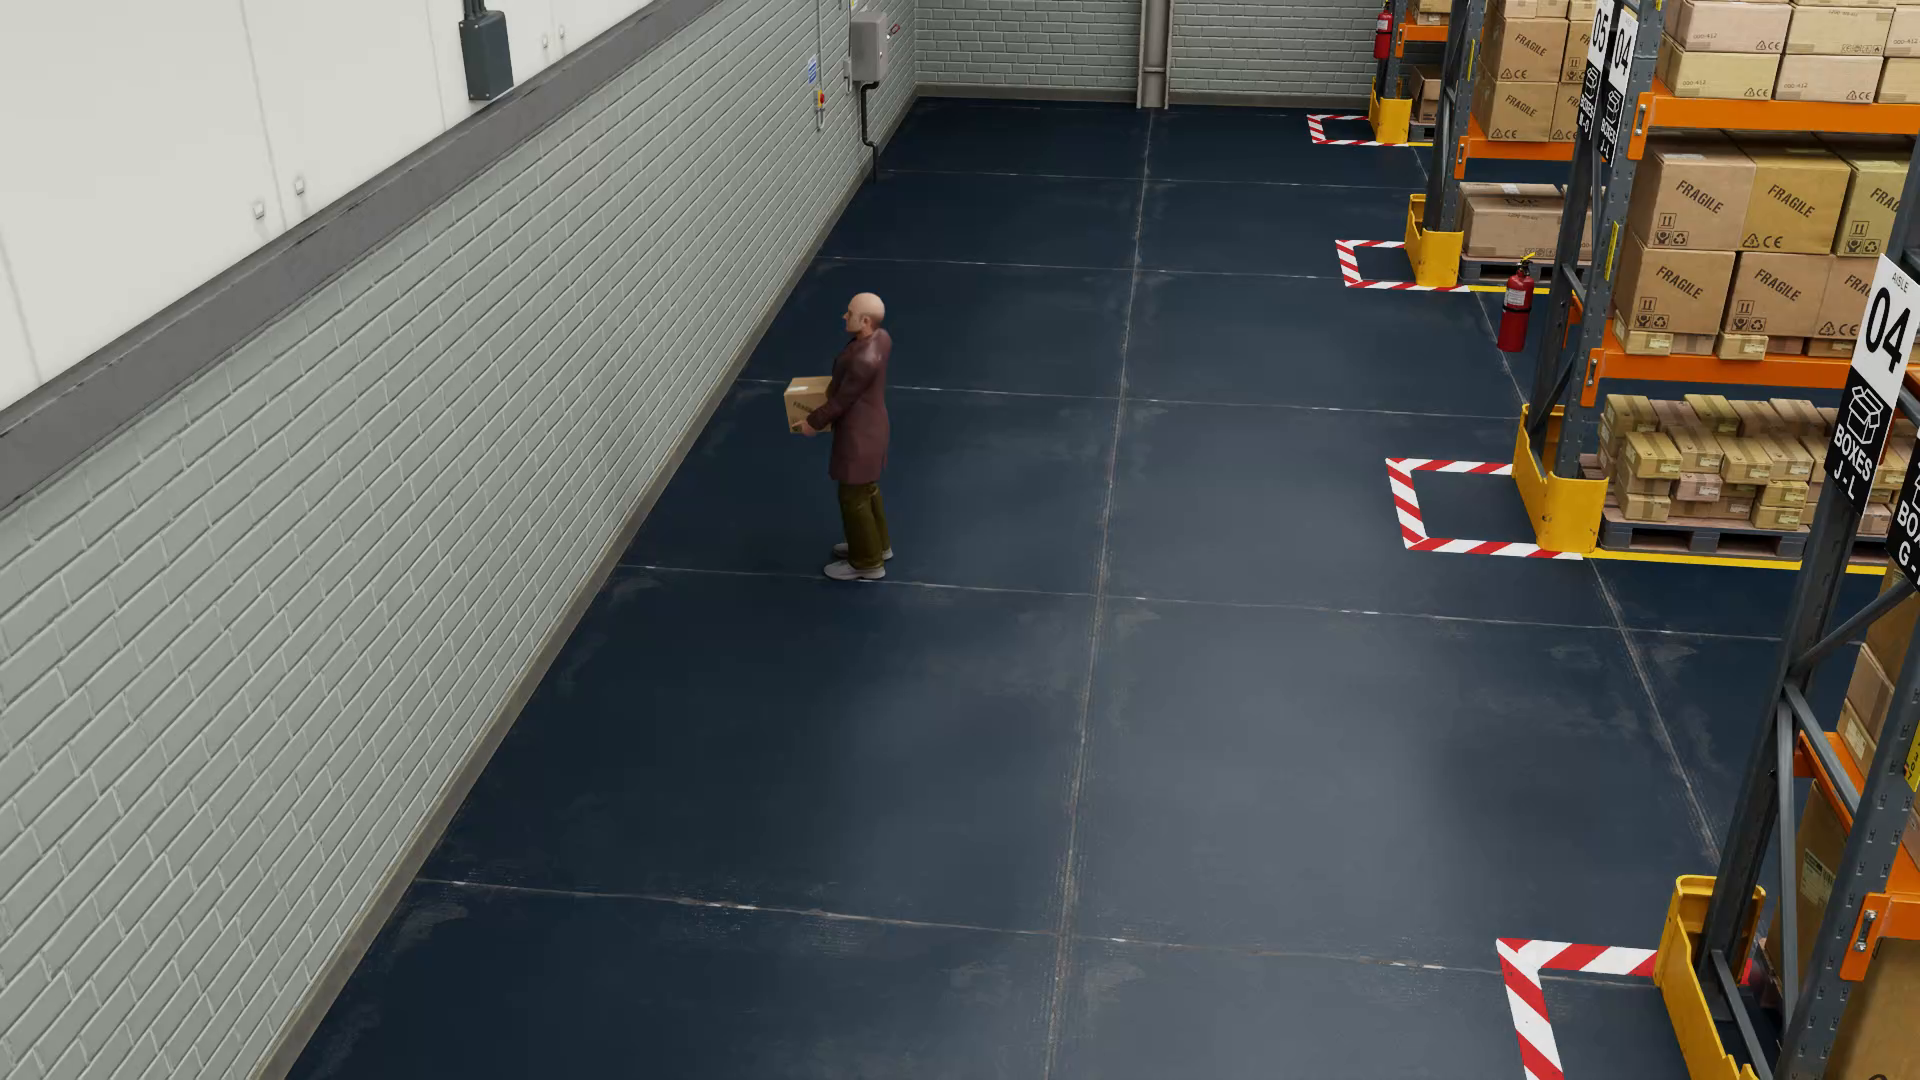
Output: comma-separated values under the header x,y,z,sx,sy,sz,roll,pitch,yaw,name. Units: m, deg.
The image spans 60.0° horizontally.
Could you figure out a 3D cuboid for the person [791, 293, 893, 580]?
x,y,z,sx,sy,sz,roll,pitch,yaw,name
-0.691,-0.622,9.813,0.558,1.773,0.529,4,28,7,person
